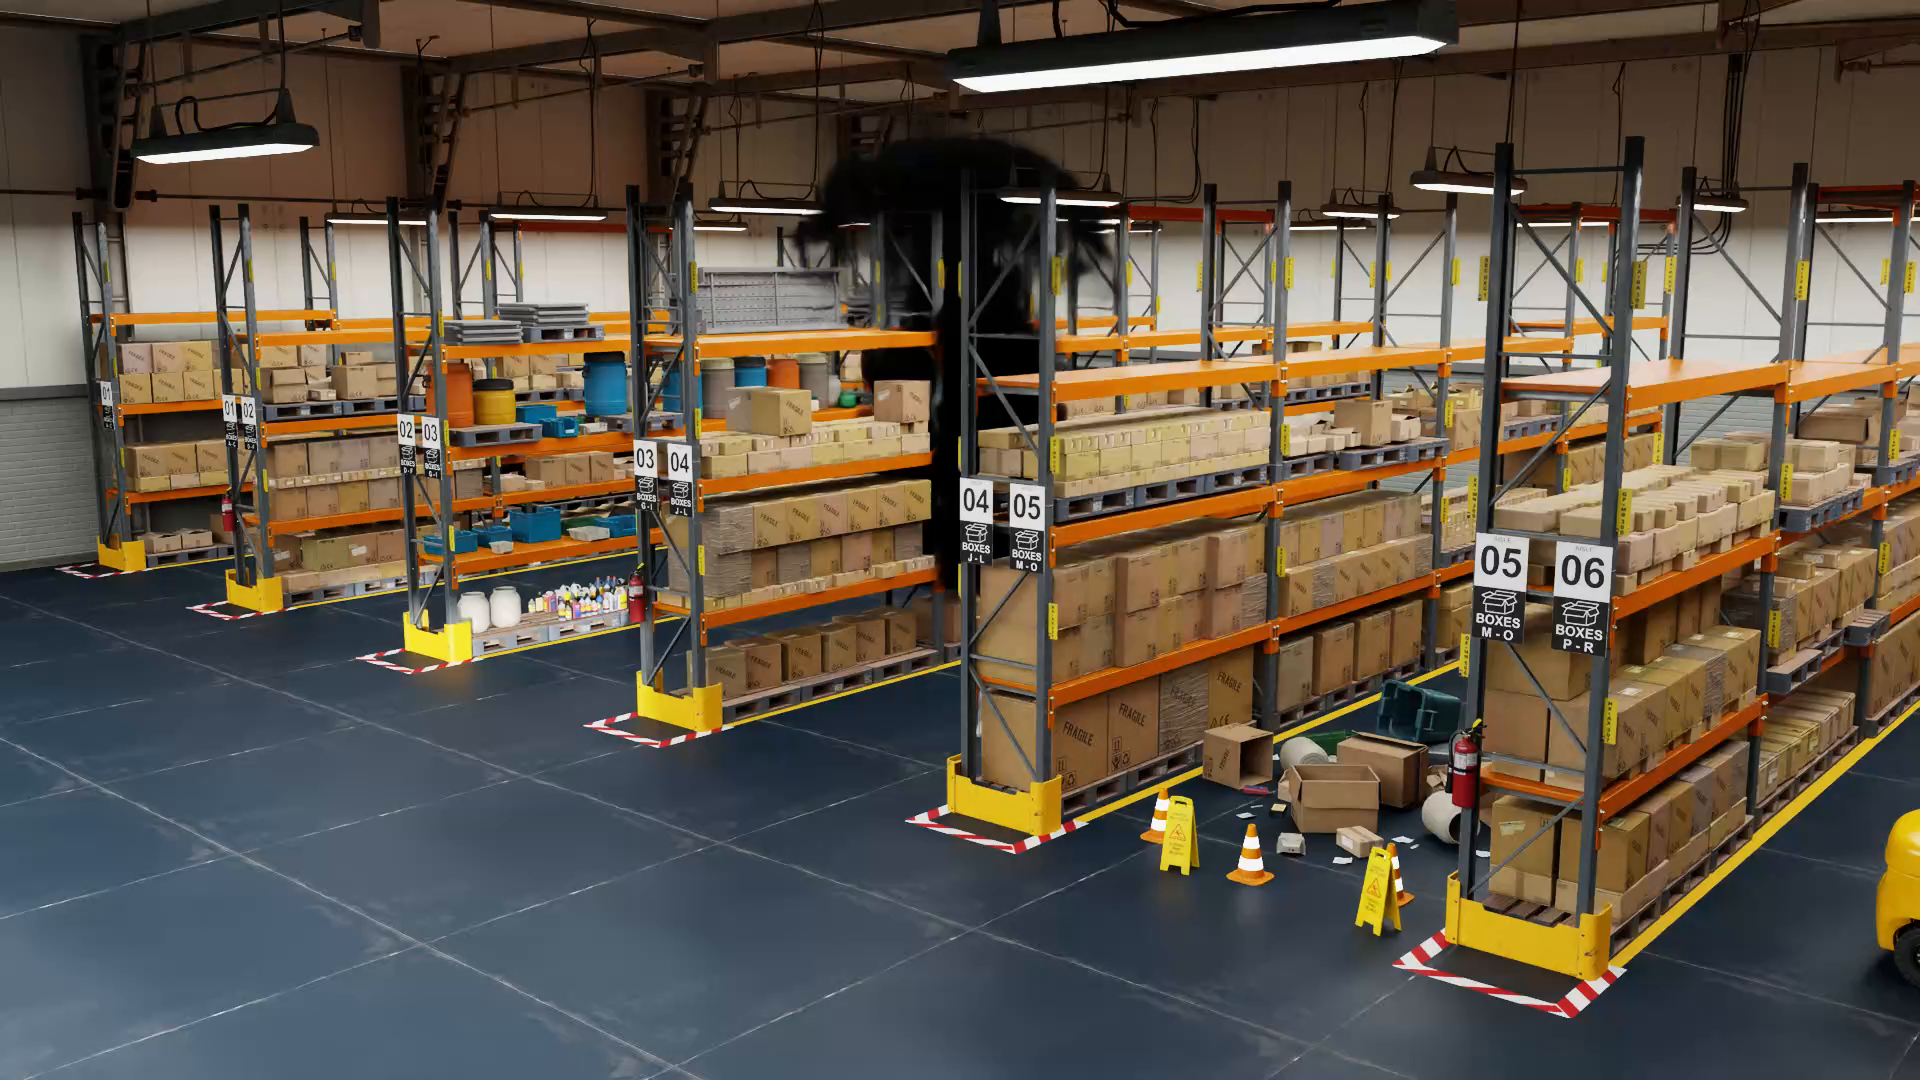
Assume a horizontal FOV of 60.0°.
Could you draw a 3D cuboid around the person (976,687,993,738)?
[{"bbox_3d":[0.452,1.219,18.510,0.703,1.805,1.040,5,11,28],"label":"person"}]
